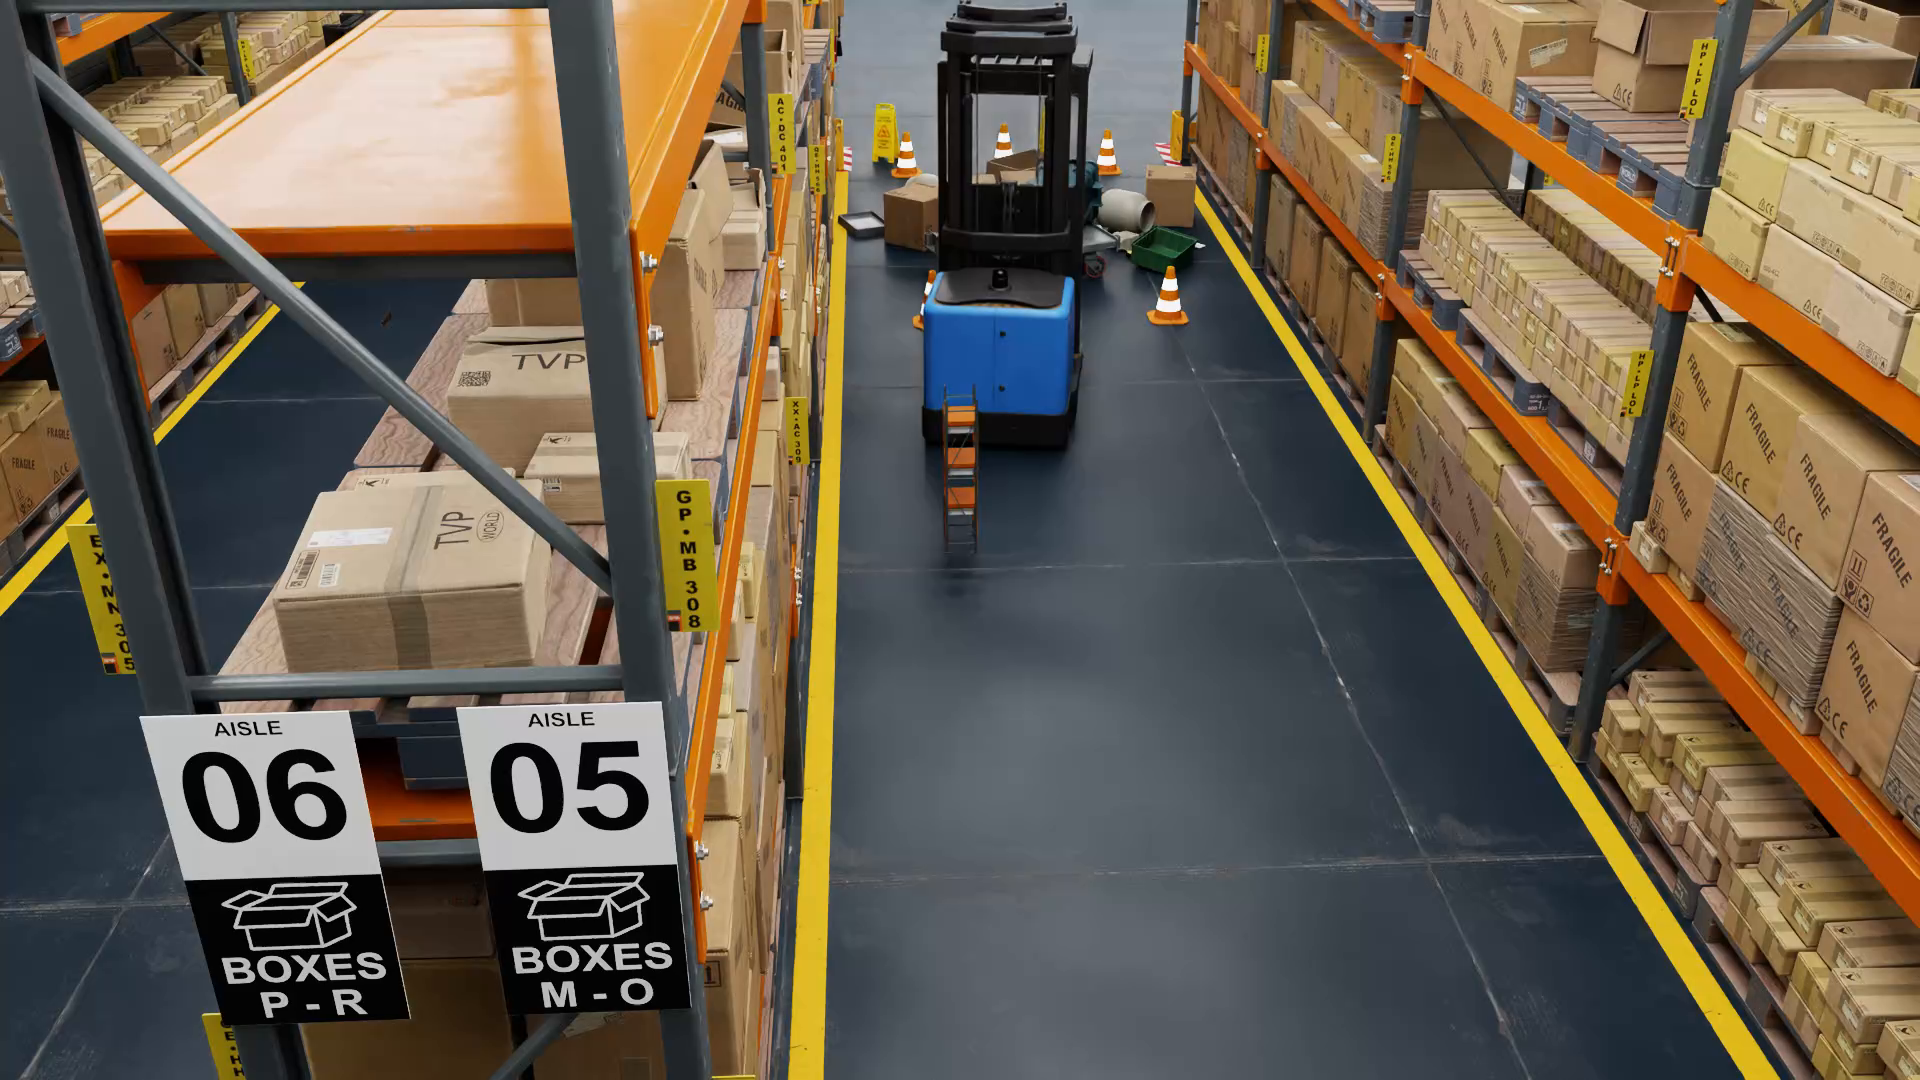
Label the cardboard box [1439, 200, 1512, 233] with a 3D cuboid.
[{"bbox_3d":[3.296,-2.061,10.632,0.380,0.149,0.250,-2,28,-4],"label":"cardboard box"}]

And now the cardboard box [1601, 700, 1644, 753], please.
[{"bbox_3d":[3.357,0.904,8.080,0.380,0.149,0.250,0,28,0],"label":"cardboard box"}]

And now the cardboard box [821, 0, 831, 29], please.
[{"bbox_3d":[-1.505,-4.573,14.764,0.700,0.500,0.500,-2,28,-3],"label":"cardboard box"}]

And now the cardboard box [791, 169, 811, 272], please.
[{"bbox_3d":[-1.166,-1.917,9.992,0.500,0.500,0.500,-1,28,-2],"label":"cardboard box"}]

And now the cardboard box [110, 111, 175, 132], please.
[{"bbox_3d":[-6.319,-3.214,12.859,0.380,0.149,0.250,-1,28,-2],"label":"cardboard box"}]

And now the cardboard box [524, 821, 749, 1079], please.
[{"bbox_3d":[-0.812,1.080,4.246,0.500,0.500,0.500,-2,28,-4],"label":"cardboard box"}]

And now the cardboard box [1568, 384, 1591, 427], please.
[{"bbox_3d":[3.414,-0.706,8.677,0.380,0.149,0.250,-1,28,-3],"label":"cardboard box"}]

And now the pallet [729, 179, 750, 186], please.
[{"bbox_3d":[-1.378,-1.718,7.764,0.805,0.209,1.217,-2,28,-5],"label":"pallet"}]

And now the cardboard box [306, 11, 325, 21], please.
[{"bbox_3d":[-6.468,-5.188,16.321,0.380,0.149,0.250,-1,28,-2],"label":"cardboard box"}]

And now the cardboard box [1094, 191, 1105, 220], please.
[{"bbox_3d":[1.311,-3.449,17.075,0.396,0.266,0.258,3,28,6],"label":"cardboard box"}]

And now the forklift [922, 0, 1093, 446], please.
[{"bbox_3d":[0.409,-2.622,12.607,1.130,2.935,3.031,3,28,6],"label":"forklift"}]

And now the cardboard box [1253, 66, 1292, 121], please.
[{"bbox_3d":[3.209,-4.148,15.298,0.875,0.550,0.550,-1,28,-3],"label":"cardboard box"}]

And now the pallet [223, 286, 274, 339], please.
[{"bbox_3d":[-6.578,-2.048,14.449,1.003,0.211,1.213,-1,28,-3],"label":"pallet"}]

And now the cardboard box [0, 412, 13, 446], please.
[{"bbox_3d":[-6.152,-0.672,10.343,0.380,0.149,0.250,-2,28,-4],"label":"cardboard box"}]

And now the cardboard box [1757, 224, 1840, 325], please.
[{"bbox_3d":[3.453,-1.029,6.398,0.500,0.250,0.500,-2,28,-3],"label":"cardboard box"}]

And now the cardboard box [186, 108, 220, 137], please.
[{"bbox_3d":[-6.340,-3.321,13.495,0.500,0.250,0.500,-2,28,-4],"label":"cardboard box"}]

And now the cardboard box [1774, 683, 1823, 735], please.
[{"bbox_3d":[3.463,0.640,6.551,0.380,0.149,0.250,0,28,0],"label":"cardboard box"}]

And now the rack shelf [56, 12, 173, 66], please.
[{"bbox_3d":[-6.551,-3.711,12.156,1.077,0.370,4.000,-1,28,-3],"label":"rack shelf"}]

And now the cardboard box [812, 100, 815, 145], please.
[{"bbox_3d":[-1.369,-3.191,12.740,0.500,0.500,0.500,-2,28,-5],"label":"cardboard box"}]

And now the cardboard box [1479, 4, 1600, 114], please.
[{"bbox_3d":[3.277,-2.707,9.345,0.500,0.500,0.500,-1,28,-3],"label":"cardboard box"}]

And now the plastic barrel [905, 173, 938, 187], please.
[{"bbox_3d":[-0.287,-3.533,17.066,0.512,0.421,0.421,19,33,32],"label":"plastic barrel"}]

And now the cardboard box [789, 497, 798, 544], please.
[{"bbox_3d":[-1.040,-0.194,8.041,0.500,0.250,0.500,-2,28,-4],"label":"cardboard box"}]

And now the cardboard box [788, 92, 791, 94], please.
[{"bbox_3d":[-0.997,-2.056,8.004,0.380,0.166,0.250,-3,28,-6],"label":"cardboard box"}]

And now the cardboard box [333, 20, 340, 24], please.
[{"bbox_3d":[-6.558,-5.055,17.090,0.500,0.500,0.500,-1,28,-1],"label":"cardboard box"}]

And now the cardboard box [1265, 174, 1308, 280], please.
[{"bbox_3d":[3.362,-2.816,14.884,1.050,0.750,0.750,-2,28,-3],"label":"cardboard box"}]

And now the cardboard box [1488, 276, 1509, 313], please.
[{"bbox_3d":[3.342,-1.448,9.779,0.380,0.149,0.250,-2,28,-3],"label":"cardboard box"}]

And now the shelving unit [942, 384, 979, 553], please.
[{"bbox_3d":[0.003,-0.441,10.460,0.215,1.050,0.252,-1,28,-3],"label":"shelving unit"}]

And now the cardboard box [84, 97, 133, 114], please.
[{"bbox_3d":[-6.843,-3.430,13.274,0.380,0.149,0.250,-2,28,-3],"label":"cardboard box"}]

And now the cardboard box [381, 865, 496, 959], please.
[{"bbox_3d":[-1.290,0.860,3.966,0.380,0.149,0.250,-1,28,-2],"label":"cardboard box"}]

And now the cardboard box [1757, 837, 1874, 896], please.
[{"bbox_3d":[3.551,1.368,6.868,0.380,0.149,0.250,-2,28,-5],"label":"cardboard box"}]

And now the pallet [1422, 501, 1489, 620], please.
[{"bbox_3d":[3.549,0.095,10.340,1.003,0.211,1.213,-1,28,-3],"label":"pallet"}]

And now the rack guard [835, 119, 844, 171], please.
[{"bbox_3d":[-1.903,-4.449,18.740,1.175,0.500,0.348,-1,28,-3],"label":"rack guard"}]

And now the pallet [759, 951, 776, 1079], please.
[{"bbox_3d":[-1.252,2.103,6.489,1.003,0.211,1.213,-1,28,-3],"label":"pallet"}]

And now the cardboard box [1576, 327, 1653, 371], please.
[{"bbox_3d":[3.415,-0.980,8.559,0.380,0.149,0.250,-2,28,-4],"label":"cardboard box"}]

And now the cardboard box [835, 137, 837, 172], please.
[{"bbox_3d":[-1.595,-4.182,18.043,0.500,0.250,0.500,-2,28,-3],"label":"cardboard box"}]

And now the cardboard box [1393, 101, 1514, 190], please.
[{"bbox_3d":[3.435,-2.760,11.608,0.700,0.500,0.500,-2,28,-3],"label":"cardboard box"}]

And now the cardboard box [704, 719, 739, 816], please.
[{"bbox_3d":[-0.798,0.608,4.449,0.380,0.149,0.250,-1,28,-1],"label":"cardboard box"}]

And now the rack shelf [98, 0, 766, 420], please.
[{"bbox_3d":[-1.176,-1.291,4.705,1.077,0.370,4.000,-1,28,-3],"label":"rack shelf"}]

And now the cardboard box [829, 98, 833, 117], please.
[{"bbox_3d":[-1.497,-4.410,16.969,0.380,0.149,0.250,0,28,0],"label":"cardboard box"}]

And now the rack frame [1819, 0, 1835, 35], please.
[{"bbox_3d":[8.198,-3.985,15.146,1.000,3.000,0.127,-1,28,-3],"label":"rack frame"}]

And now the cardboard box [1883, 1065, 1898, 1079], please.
[{"bbox_3d":[3.614,1.973,6.031,0.380,0.149,0.250,-2,28,-3],"label":"cardboard box"}]

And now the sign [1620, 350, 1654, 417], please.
[{"bbox_3d":[3.103,-0.715,7.626,0.100,0.325,0.005,-1,28,-3],"label":"sign"}]

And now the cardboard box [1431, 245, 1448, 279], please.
[{"bbox_3d":[3.284,-1.804,10.782,0.380,0.149,0.250,0,28,0],"label":"cardboard box"}]

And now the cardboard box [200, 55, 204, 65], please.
[{"bbox_3d":[-6.981,-4.335,15.009,0.380,0.149,0.250,-1,28,-1],"label":"cardboard box"}]

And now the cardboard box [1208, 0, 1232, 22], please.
[{"bbox_3d":[3.026,-5.618,16.948,0.875,0.550,0.550,-1,28,-3],"label":"cardboard box"}]

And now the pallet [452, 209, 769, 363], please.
[{"bbox_3d":[-1.248,-0.963,6.206,1.003,0.211,1.213,-1,28,-3],"label":"pallet"}]

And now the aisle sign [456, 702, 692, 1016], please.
[{"bbox_3d":[-0.778,0.670,3.411,0.394,0.787,0.004,-1,28,-3],"label":"aisle sign"}]

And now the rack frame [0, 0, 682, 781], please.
[{"bbox_3d":[-1.072,-0.864,2.675,1.000,3.000,0.127,-1,28,-3],"label":"rack frame"}]

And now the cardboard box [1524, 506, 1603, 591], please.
[{"bbox_3d":[3.366,0.035,8.878,0.500,0.250,0.500,-2,28,-4],"label":"cardboard box"}]

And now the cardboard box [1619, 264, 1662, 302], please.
[{"bbox_3d":[4.010,-1.470,9.500,0.380,0.149,0.250,-1,28,-1],"label":"cardboard box"}]

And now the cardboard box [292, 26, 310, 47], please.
[{"bbox_3d":[-6.470,-4.824,15.946,0.380,0.149,0.250,-2,28,-4],"label":"cardboard box"}]

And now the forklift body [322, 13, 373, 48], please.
[{"bbox_3d":[-4.943,-4.263,16.598,2.313,2.155,1.214,-1,28,-3],"label":"forklift body"}]

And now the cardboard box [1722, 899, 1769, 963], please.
[{"bbox_3d":[3.464,1.635,7.001,0.380,0.149,0.250,-2,28,-4],"label":"cardboard box"}]

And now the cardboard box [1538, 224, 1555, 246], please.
[{"bbox_3d":[3.945,-1.931,10.704,0.380,0.149,0.250,0,28,-1],"label":"cardboard box"}]

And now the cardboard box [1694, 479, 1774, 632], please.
[{"bbox_3d":[3.465,0.070,6.943,0.500,0.500,0.500,-1,28,-3],"label":"cardboard box"}]

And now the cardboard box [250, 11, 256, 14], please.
[{"bbox_3d":[-7.007,-5.060,16.076,0.380,0.149,0.250,-1,28,-2],"label":"cardboard box"}]

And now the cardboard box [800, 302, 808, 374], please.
[{"bbox_3d":[-1.105,-1.123,9.282,0.500,0.250,0.500,-2,28,-4],"label":"cardboard box"}]

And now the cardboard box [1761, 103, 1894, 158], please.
[{"bbox_3d":[3.412,-1.612,6.544,0.380,0.149,0.250,-3,28,-5],"label":"cardboard box"}]
